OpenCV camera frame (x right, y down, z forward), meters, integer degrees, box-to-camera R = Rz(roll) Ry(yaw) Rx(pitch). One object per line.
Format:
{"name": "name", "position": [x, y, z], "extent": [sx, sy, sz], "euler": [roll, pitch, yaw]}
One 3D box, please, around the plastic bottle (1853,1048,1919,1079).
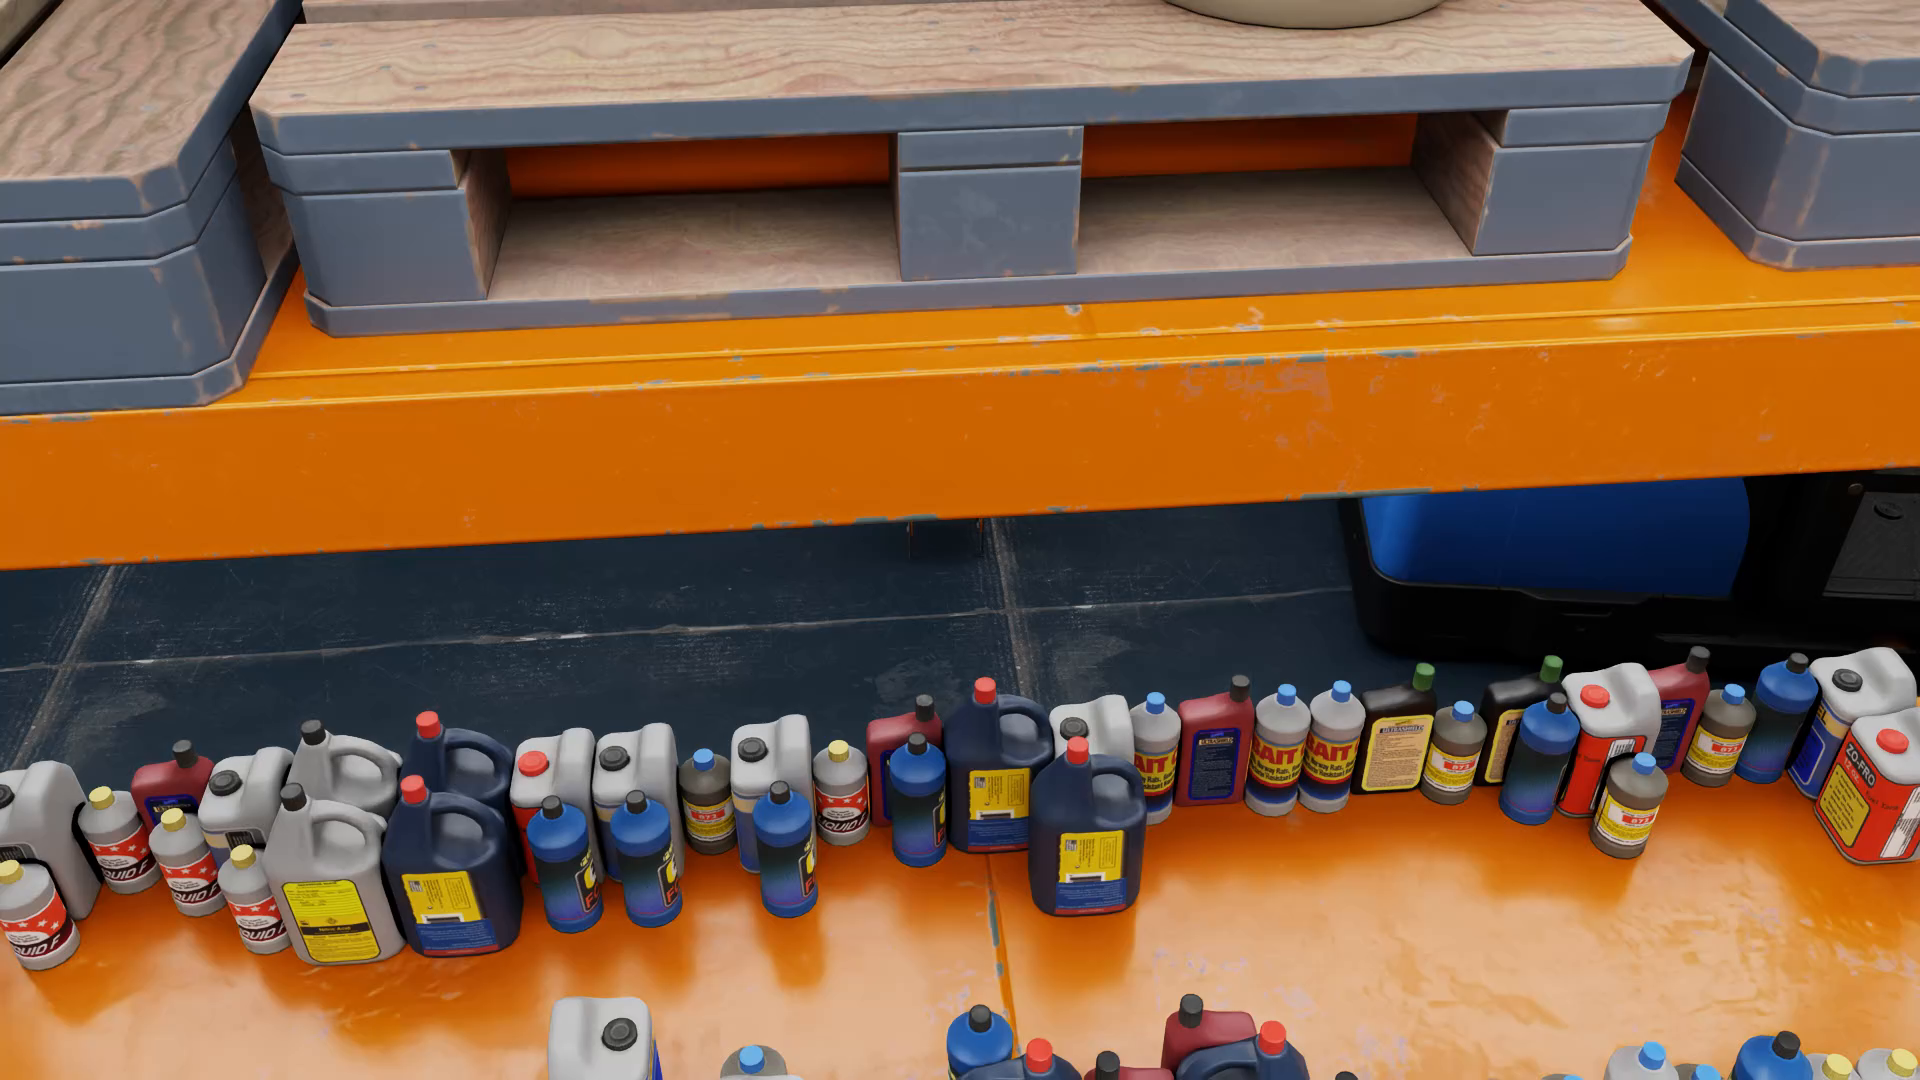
{"name": "plastic bottle", "position": [1.354, 0.823, 2.446], "extent": [0.097, 0.201, 0.097], "euler": [0, 38, 0]}

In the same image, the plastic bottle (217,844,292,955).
{"name": "plastic bottle", "position": [-1.161, 0.584, 2.749], "extent": [0.097, 0.201, 0.097], "euler": [0, 38, 0]}

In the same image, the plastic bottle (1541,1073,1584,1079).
{"name": "plastic bottle", "position": [0.870, 0.849, 2.412], "extent": [0.097, 0.201, 0.097], "euler": [0, 38, 0]}

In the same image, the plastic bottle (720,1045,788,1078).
{"name": "plastic bottle", "position": [-0.300, 0.819, 2.451], "extent": [0.097, 0.201, 0.097], "euler": [0, 38, 0]}

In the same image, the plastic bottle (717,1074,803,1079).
{"name": "plastic bottle", "position": [-0.270, 0.866, 2.331], "extent": [0.135, 0.276, 0.152], "euler": [-3, 38, -4]}

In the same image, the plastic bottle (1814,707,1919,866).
{"name": "plastic bottle", "position": [1.620, 0.418, 2.898], "extent": [0.135, 0.276, 0.152], "euler": [-3, 38, -4]}

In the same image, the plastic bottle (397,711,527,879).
{"name": "plastic bottle", "position": [-0.848, 0.428, 2.826], "extent": [0.185, 0.351, 0.144], "euler": [-3, 38, -4]}

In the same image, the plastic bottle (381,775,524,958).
{"name": "plastic bottle", "position": [-0.835, 0.517, 2.713], "extent": [0.185, 0.351, 0.144], "euler": [-3, 38, -4]}

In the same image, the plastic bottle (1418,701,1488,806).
{"name": "plastic bottle", "position": [0.895, 0.376, 3.012], "extent": [0.097, 0.201, 0.097], "euler": [0, 38, 0]}

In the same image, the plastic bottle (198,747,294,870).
{"name": "plastic bottle", "position": [-1.191, 0.479, 2.822], "extent": [0.135, 0.276, 0.152], "euler": [-3, 38, -4]}

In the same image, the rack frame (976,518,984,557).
{"name": "rack frame", "position": [0.068, -0.416, 5.430], "extent": [0.008, 1.050, 0.200], "euler": [-3, 38, -4]}

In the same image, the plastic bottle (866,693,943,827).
{"name": "plastic bottle", "position": [-0.097, 0.387, 2.932], "extent": [0.133, 0.283, 0.061], "euler": [-3, 38, -4]}

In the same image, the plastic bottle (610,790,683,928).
{"name": "plastic bottle", "position": [-0.525, 0.521, 2.772], "extent": [0.097, 0.271, 0.097], "euler": [0, 38, 0]}

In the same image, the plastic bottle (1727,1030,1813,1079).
{"name": "plastic bottle", "position": [1.160, 0.806, 2.411], "extent": [0.097, 0.271, 0.097], "euler": [0, 38, 0]}

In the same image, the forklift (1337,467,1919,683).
{"name": "forklift", "position": [2.814, -1.029, 4.688], "extent": [3.031, 2.935, 1.130], "euler": [3, 38, 3]}

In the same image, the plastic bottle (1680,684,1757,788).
{"name": "plastic bottle", "position": [1.391, 0.349, 3.047], "extent": [0.097, 0.201, 0.097], "euler": [0, 38, 0]}

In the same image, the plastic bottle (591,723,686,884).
{"name": "plastic bottle", "position": [-0.554, 0.444, 2.866], "extent": [0.135, 0.276, 0.152], "euler": [-3, 38, -4]}

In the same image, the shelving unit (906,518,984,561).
{"name": "shelving unit", "position": [-0.053, -0.409, 5.421], "extent": [0.252, 1.050, 0.215], "euler": [-3, 38, -4]}

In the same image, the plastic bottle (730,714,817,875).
{"name": "plastic bottle", "position": [-0.323, 0.431, 2.883], "extent": [0.135, 0.276, 0.152], "euler": [-3, 38, -4]}

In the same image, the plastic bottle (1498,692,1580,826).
{"name": "plastic bottle", "position": [1.033, 0.379, 2.952], "extent": [0.097, 0.271, 0.097], "euler": [0, 38, 0]}

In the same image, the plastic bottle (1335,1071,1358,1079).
{"name": "plastic bottle", "position": [0.562, 0.845, 2.351], "extent": [0.133, 0.283, 0.061], "euler": [-3, 38, -4]}

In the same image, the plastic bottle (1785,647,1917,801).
{"name": "plastic bottle", "position": [1.606, 0.325, 3.017], "extent": [0.135, 0.276, 0.152], "euler": [-3, 38, -4]}

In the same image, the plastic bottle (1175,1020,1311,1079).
{"name": "plastic bottle", "position": [0.400, 0.802, 2.352], "extent": [0.185, 0.351, 0.144], "euler": [-3, 38, -4]}

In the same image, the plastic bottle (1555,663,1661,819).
{"name": "plastic bottle", "position": [1.145, 0.350, 2.985], "extent": [0.135, 0.276, 0.152], "euler": [-3, 38, -4]}

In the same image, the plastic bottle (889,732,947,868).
{"name": "plastic bottle", "position": [-0.072, 0.440, 2.875], "extent": [0.097, 0.271, 0.097], "euler": [0, 38, 0]}

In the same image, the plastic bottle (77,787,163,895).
{"name": "plastic bottle", "position": [-1.441, 0.505, 2.849], "extent": [0.097, 0.201, 0.097], "euler": [0, 38, 0]}

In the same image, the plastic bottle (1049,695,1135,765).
{"name": "plastic bottle", "position": [0.225, 0.401, 2.921], "extent": [0.135, 0.276, 0.152], "euler": [-3, 38, -4]}

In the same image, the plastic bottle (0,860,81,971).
{"name": "plastic bottle", "position": [-1.525, 0.604, 2.723], "extent": [0.097, 0.201, 0.097], "euler": [0, 38, 0]}

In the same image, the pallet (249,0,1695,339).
{"name": "pallet", "position": [-0.017, -0.600, 1.819], "extent": [1.213, 0.211, 1.003], "euler": [-3, 38, -4]}

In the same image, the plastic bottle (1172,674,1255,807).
{"name": "plastic bottle", "position": [0.451, 0.357, 2.970], "extent": [0.133, 0.283, 0.061], "euler": [-3, 38, -4]}

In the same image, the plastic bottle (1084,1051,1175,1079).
{"name": "plastic bottle", "position": [0.240, 0.825, 2.377], "extent": [0.133, 0.283, 0.061], "euler": [-3, 38, -4]}

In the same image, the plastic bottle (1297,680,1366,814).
{"name": "plastic bottle", "position": [0.665, 0.361, 2.975], "extent": [0.097, 0.271, 0.097], "euler": [0, 38, 0]}

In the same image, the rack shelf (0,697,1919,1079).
{"name": "rack shelf", "position": [0.074, 0.844, 2.840], "extent": [4.000, 0.370, 1.077], "euler": [-3, 38, -4]}
